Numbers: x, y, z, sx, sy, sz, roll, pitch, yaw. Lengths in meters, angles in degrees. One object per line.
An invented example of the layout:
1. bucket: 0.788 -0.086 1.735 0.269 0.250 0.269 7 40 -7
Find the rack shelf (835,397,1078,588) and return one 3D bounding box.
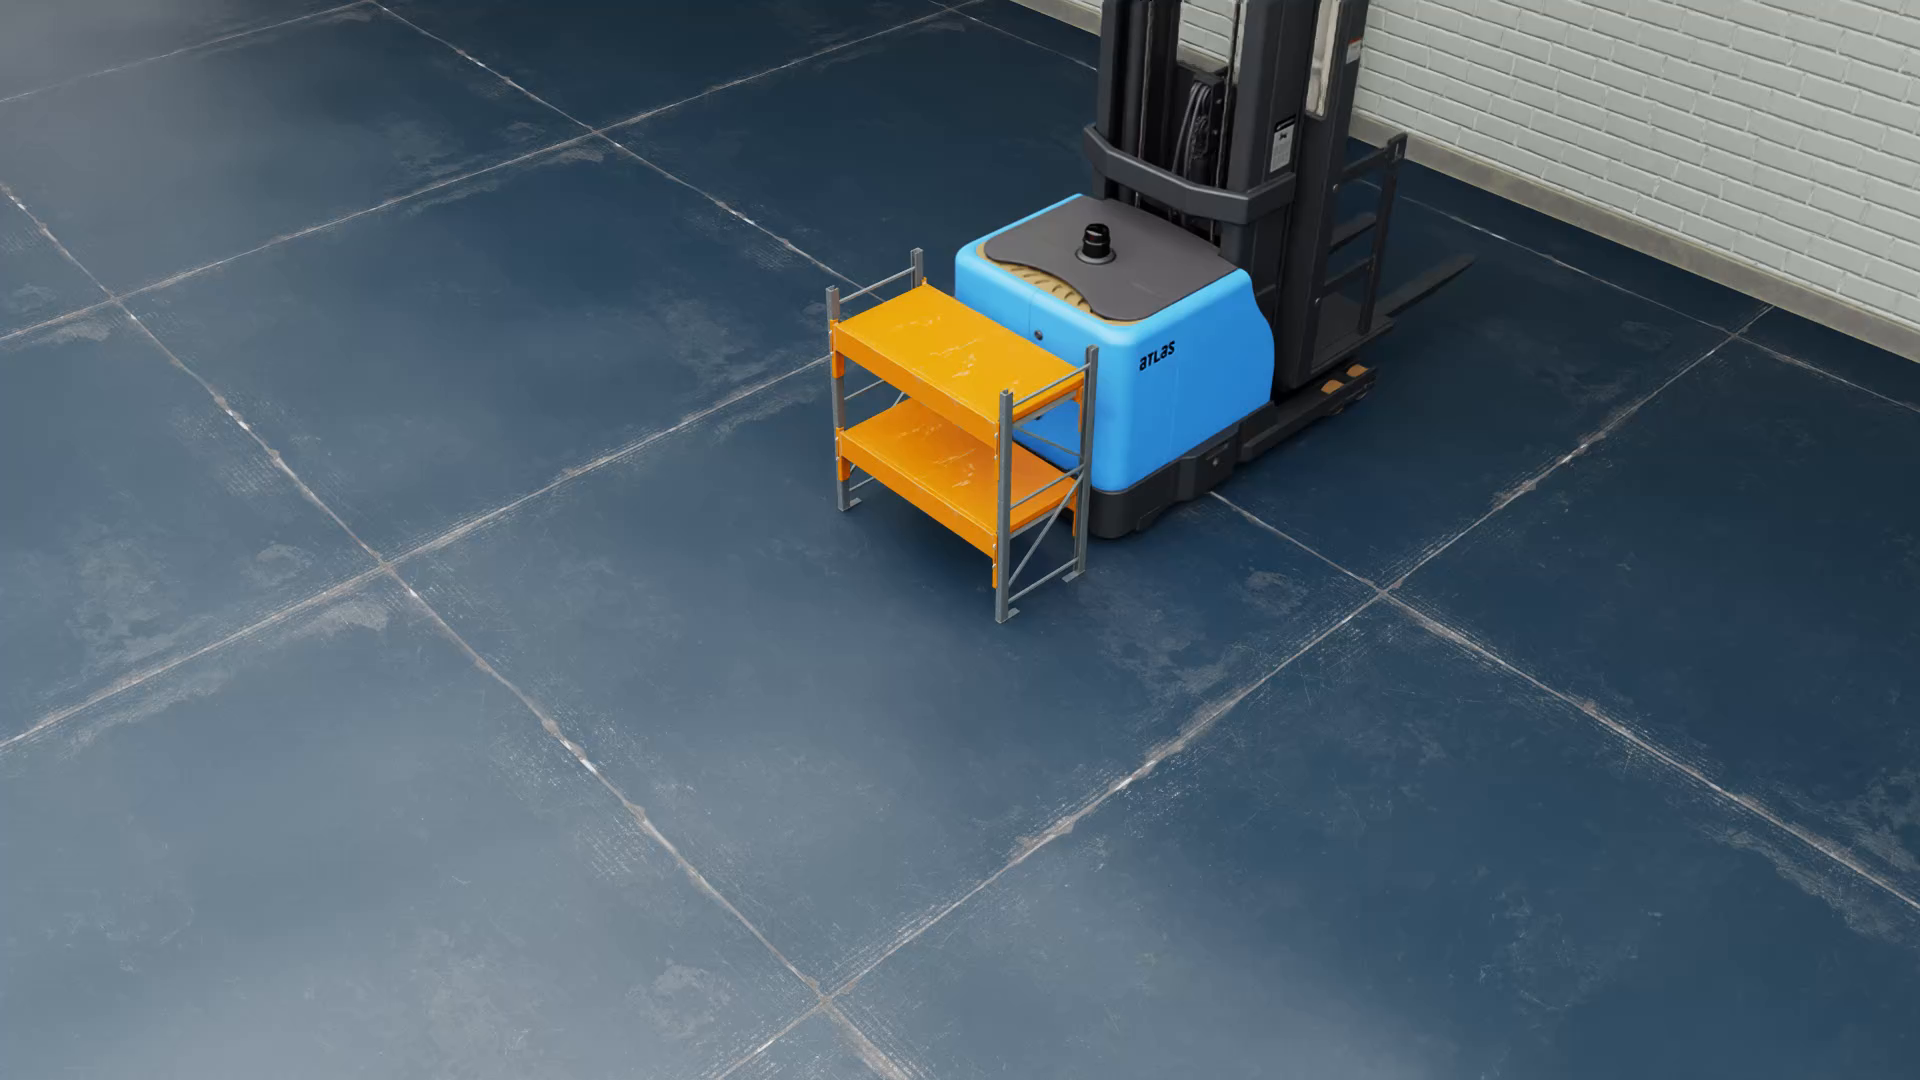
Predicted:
1. rack shelf: -0.005 -0.251 7.054 0.538 0.278 1.000 -30 48 -32

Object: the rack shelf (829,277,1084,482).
1. rack shelf: -0.005 -0.668 6.717 0.538 0.278 1.000 -30 48 -32

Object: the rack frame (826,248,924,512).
1. rack frame: -0.348 -0.676 7.192 0.500 1.125 0.032 -30 48 -32

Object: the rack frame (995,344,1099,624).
1. rack frame: 0.339 -0.205 6.609 0.500 1.125 0.032 -30 48 -32

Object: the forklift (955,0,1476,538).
1. forklift: 1.383 -1.956 7.339 3.031 2.935 1.130 -31 48 -32

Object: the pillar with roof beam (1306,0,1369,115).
1. pillar with roof beam: -0.984 -4.248 5.347 9.100 9.000 0.400 -30 48 -32

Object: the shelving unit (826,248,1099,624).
1. shelving unit: -0.005 -0.441 6.900 0.538 1.125 1.048 -30 48 -32
